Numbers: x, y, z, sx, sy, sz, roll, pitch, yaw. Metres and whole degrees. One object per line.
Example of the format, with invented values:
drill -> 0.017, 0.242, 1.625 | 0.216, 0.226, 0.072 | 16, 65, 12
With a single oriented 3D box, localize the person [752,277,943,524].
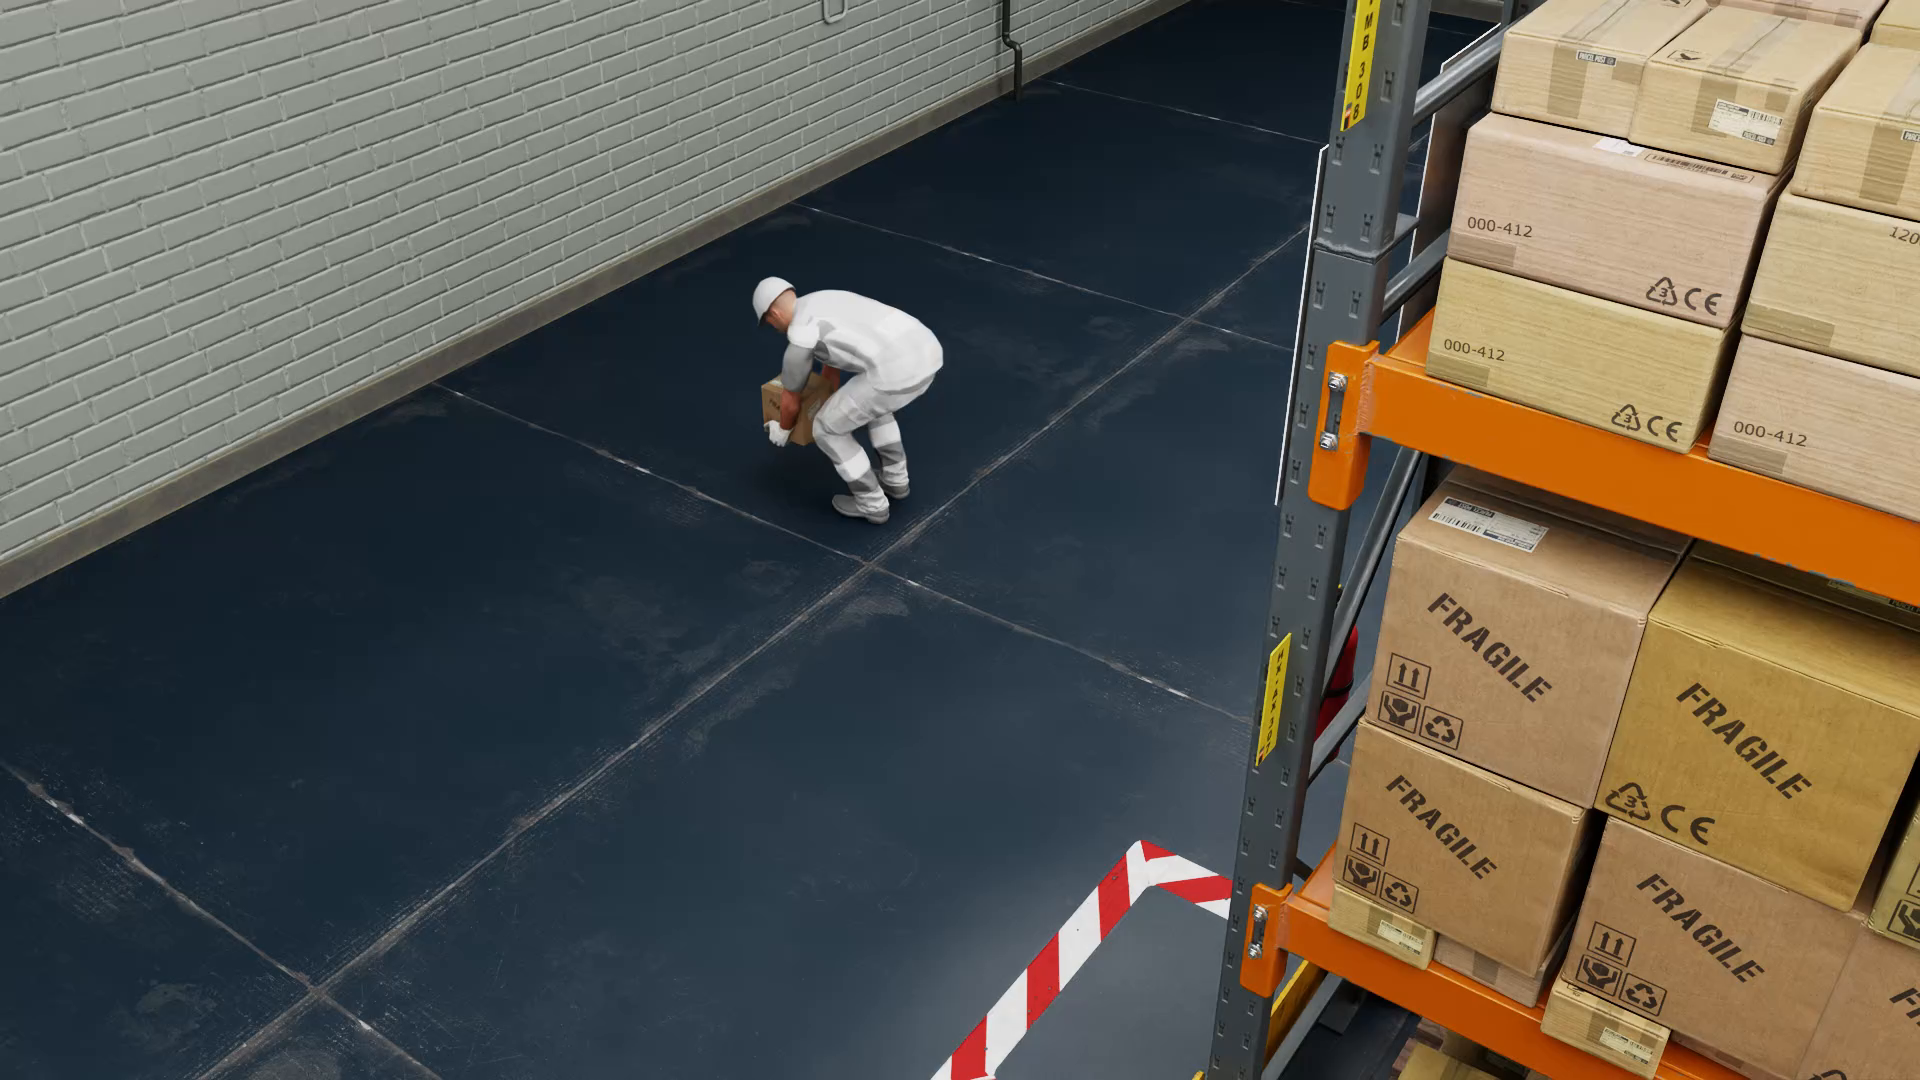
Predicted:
person -> -0.540, -0.661, 7.758 | 0.959, 1.038, 0.528 | 19, 39, 26
